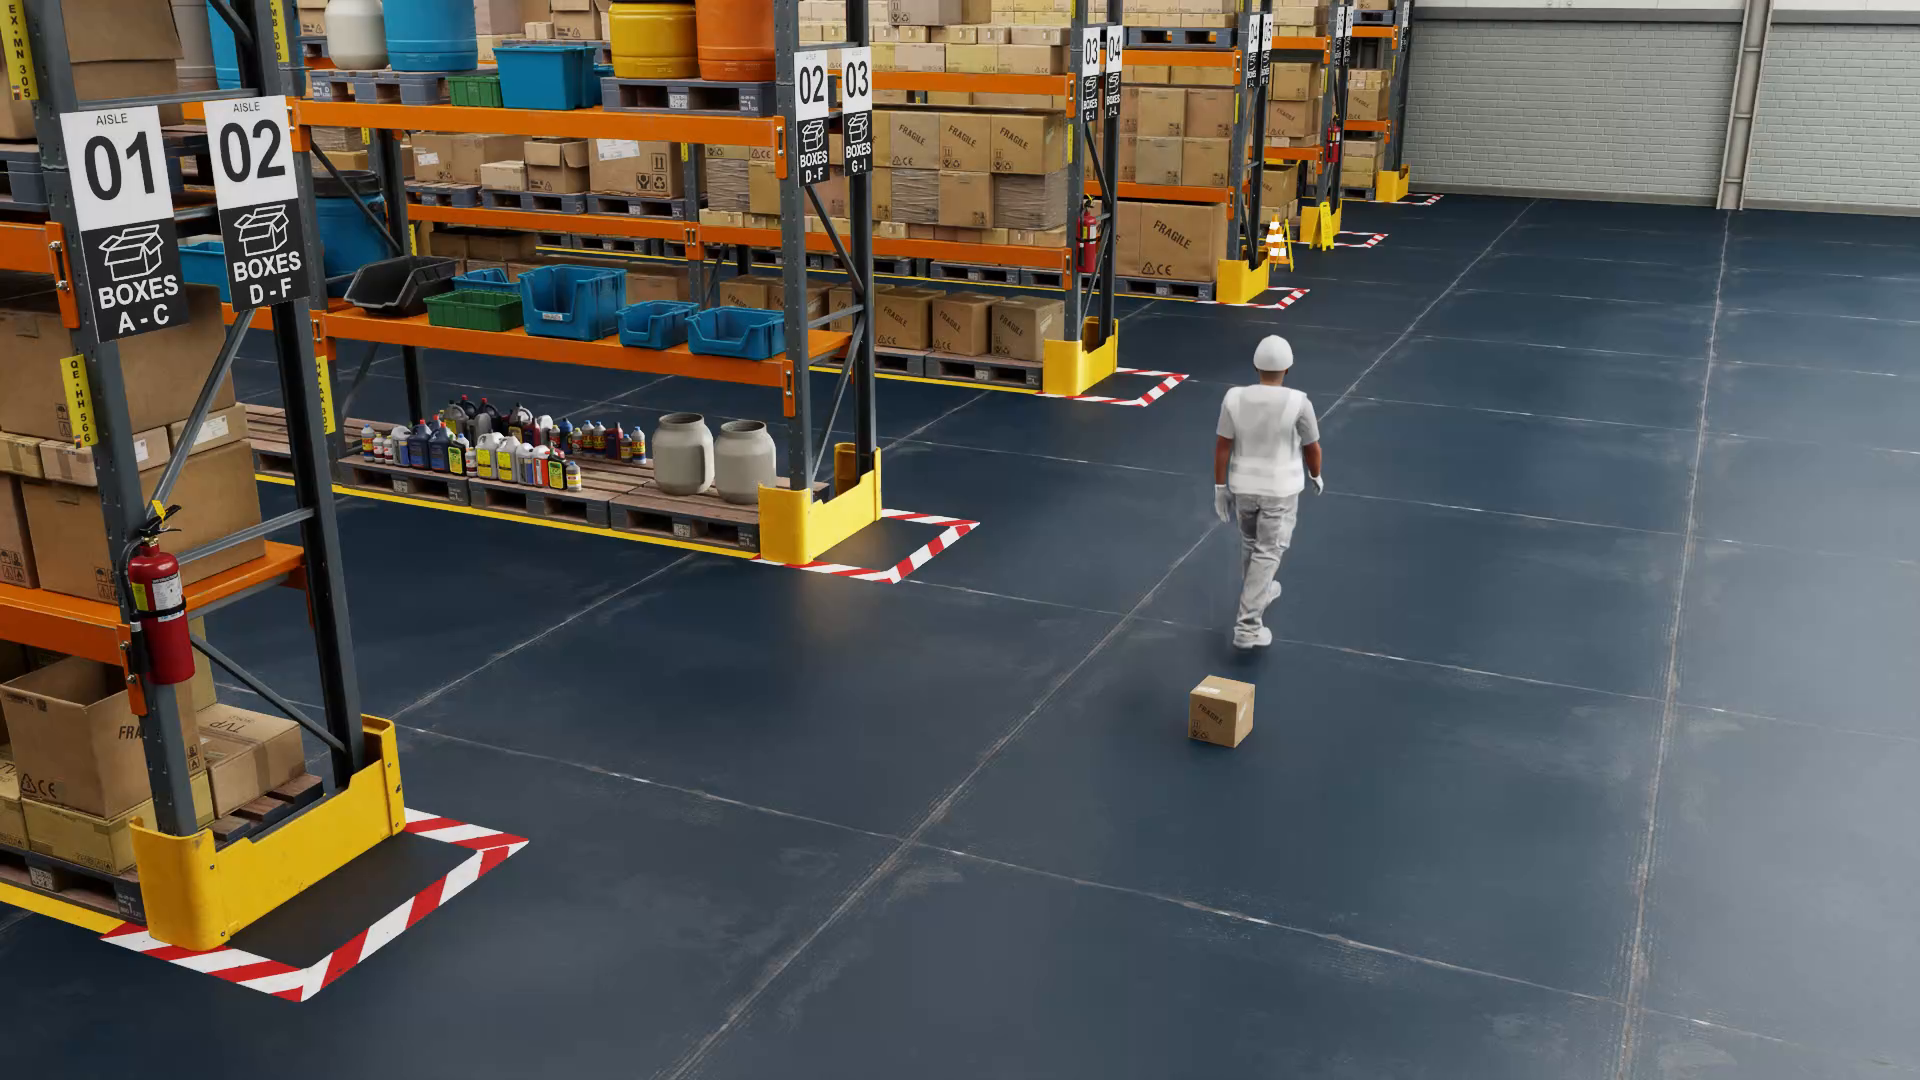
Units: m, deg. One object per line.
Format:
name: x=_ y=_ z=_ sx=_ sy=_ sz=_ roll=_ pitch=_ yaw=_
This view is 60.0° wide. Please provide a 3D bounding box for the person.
person: x=1.766 y=-0.321 z=9.442 sx=0.541 sy=1.729 sz=1.062 roll=11 pitch=22 yaw=30
